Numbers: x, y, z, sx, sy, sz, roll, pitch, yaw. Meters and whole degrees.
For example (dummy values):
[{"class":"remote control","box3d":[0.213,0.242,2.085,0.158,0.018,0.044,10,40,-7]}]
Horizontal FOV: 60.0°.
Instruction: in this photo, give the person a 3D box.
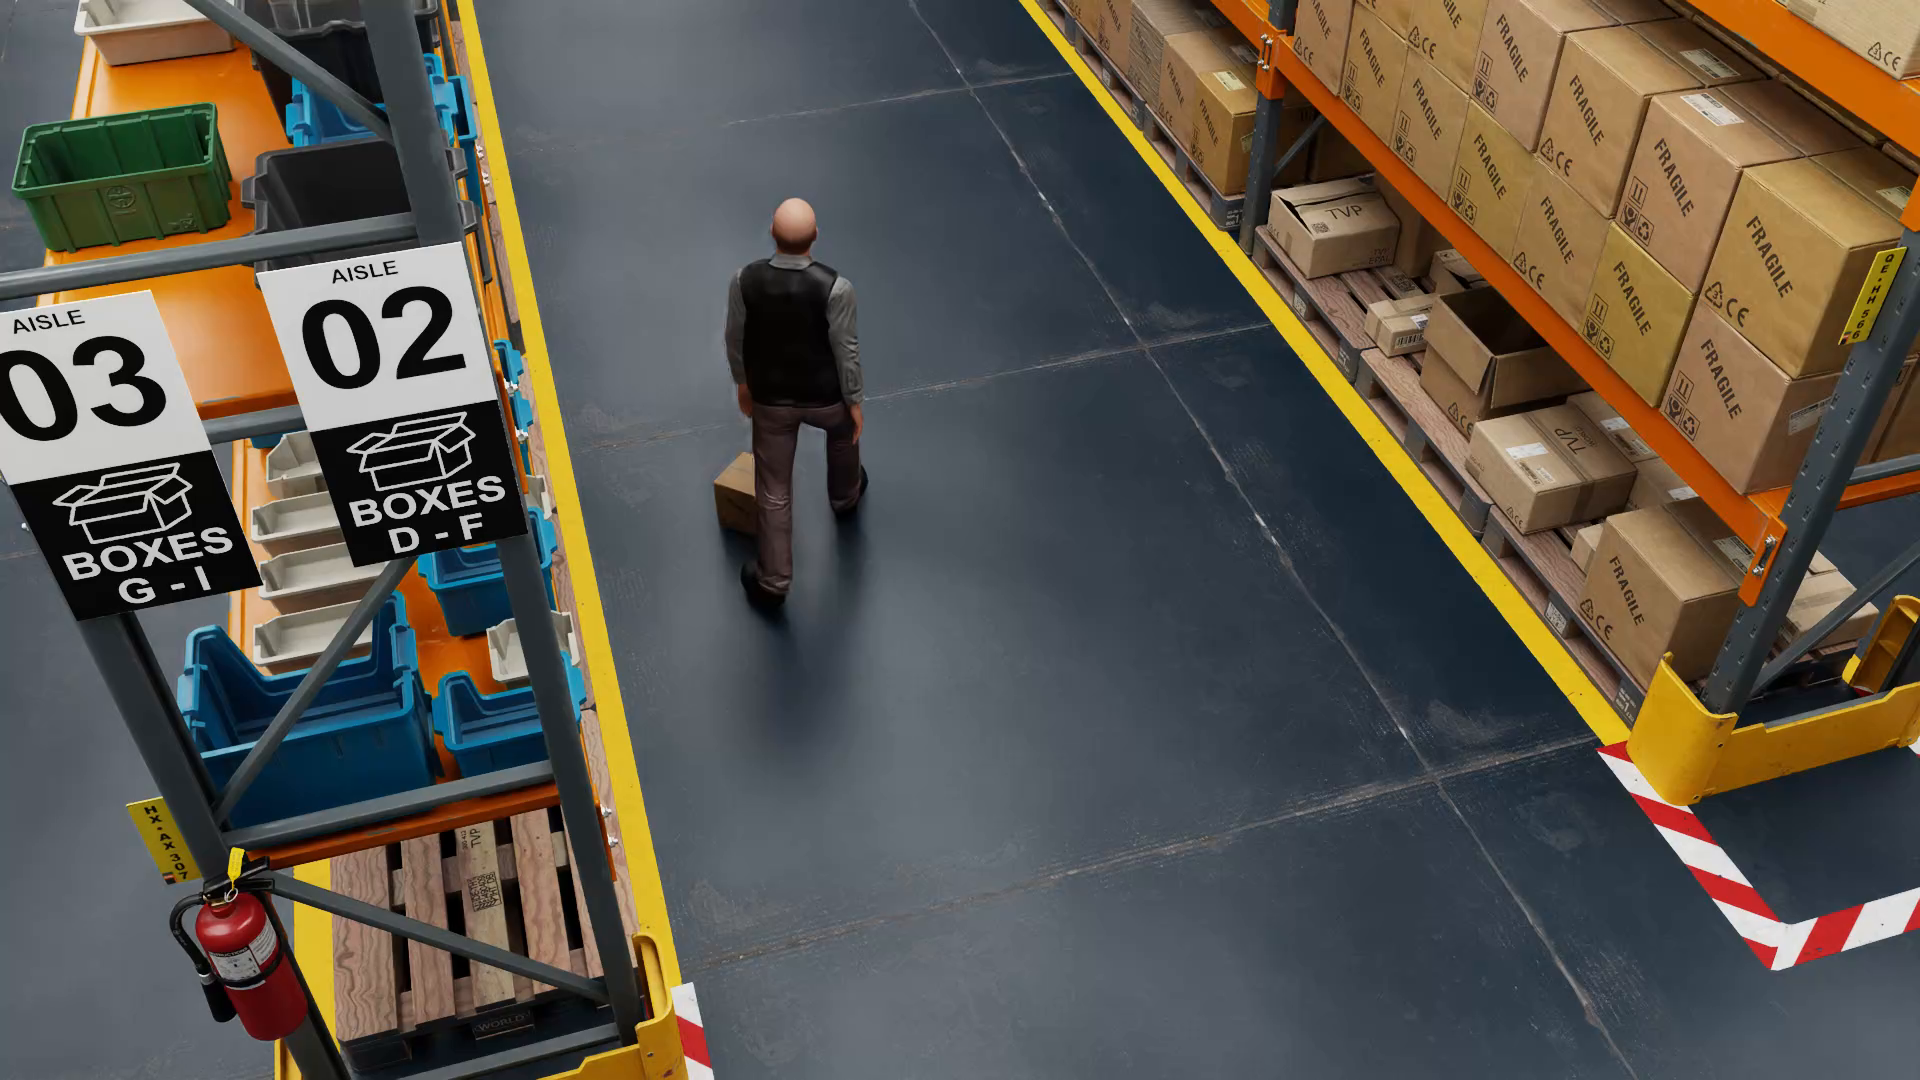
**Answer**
[{"class":"person","box3d":[-0.676,-0.598,6.878,0.569,1.668,0.958,2,42,2]}]
